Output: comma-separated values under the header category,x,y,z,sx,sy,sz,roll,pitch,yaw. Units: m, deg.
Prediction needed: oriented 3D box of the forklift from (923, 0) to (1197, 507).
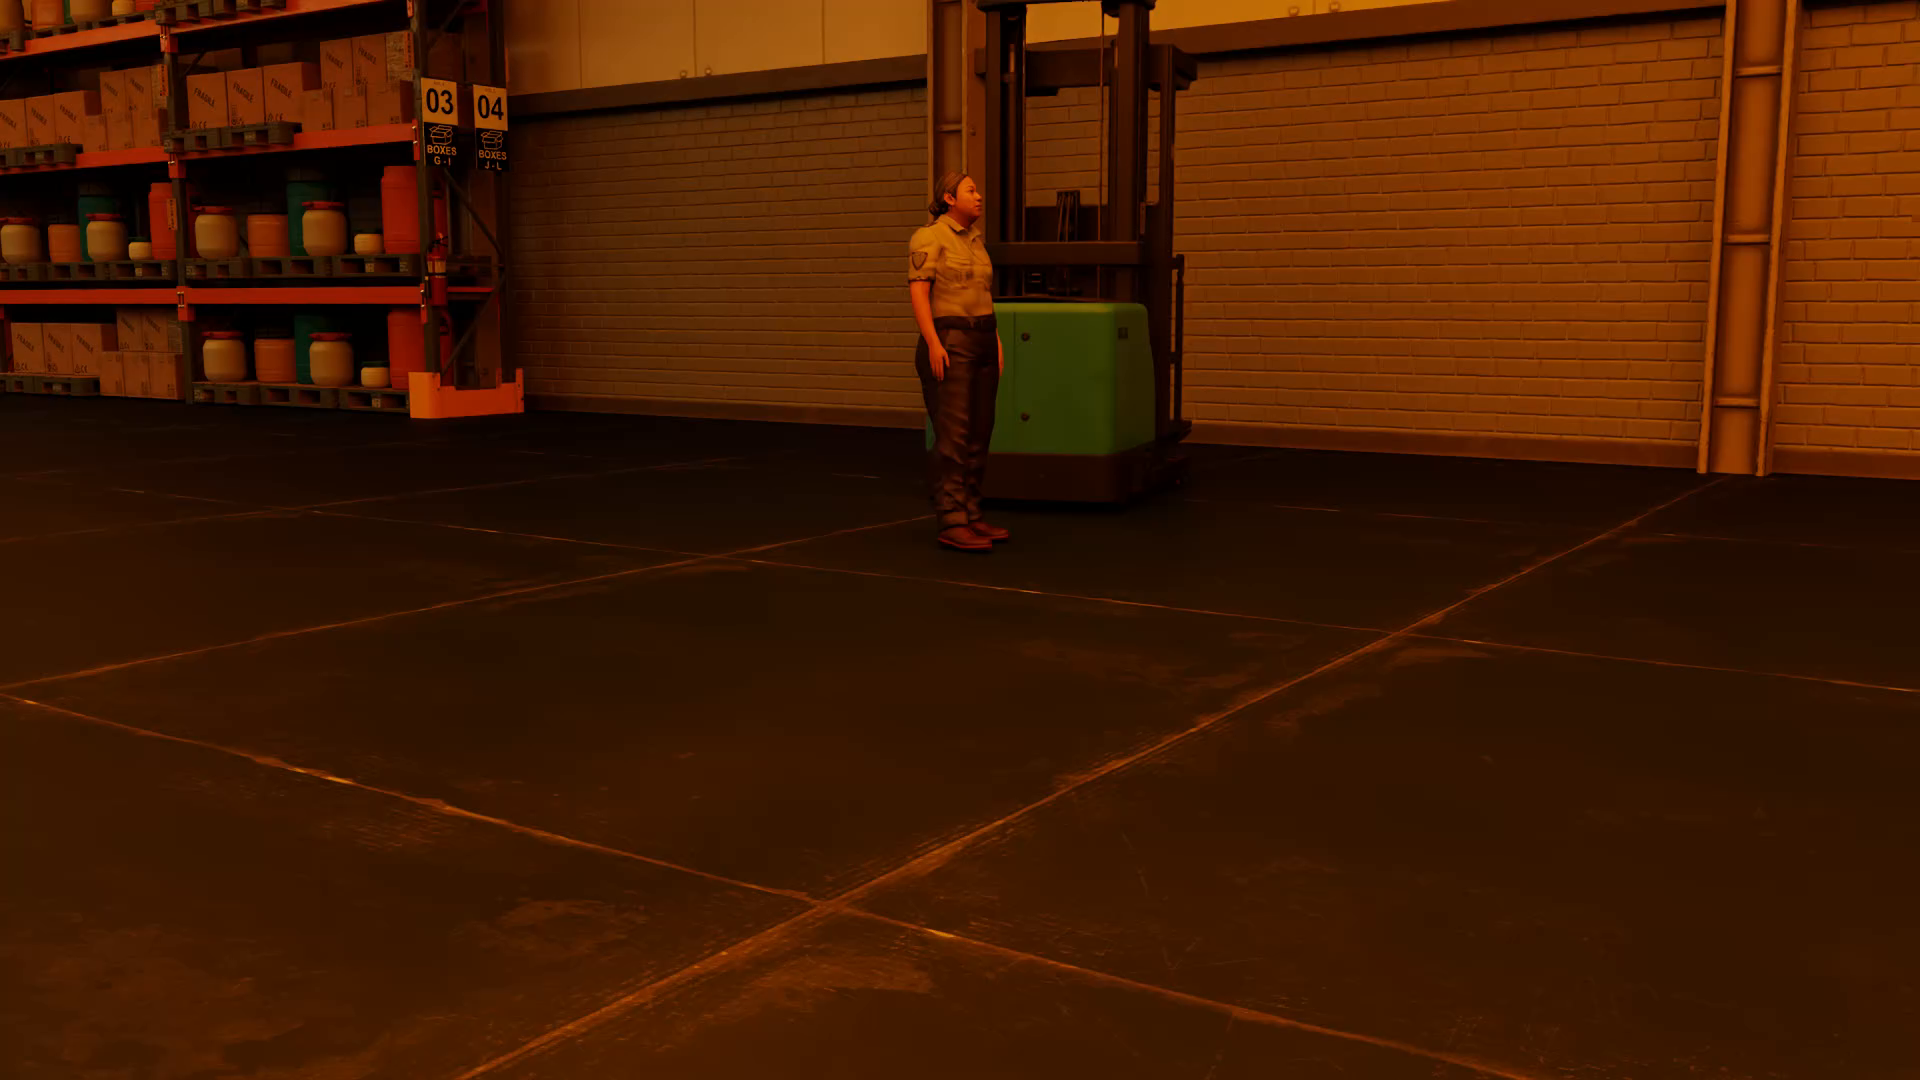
category,x,y,z,sx,sy,sz,roll,pitch,yaw
forklift,0.759,-1.790,9.782,1.130,2.935,3.031,3,9,18

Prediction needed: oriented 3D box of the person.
category,x,y,z,sx,sy,sz,roll,pitch,yaw
person,0.062,-0.810,7.419,0.503,1.642,0.599,5,10,34
